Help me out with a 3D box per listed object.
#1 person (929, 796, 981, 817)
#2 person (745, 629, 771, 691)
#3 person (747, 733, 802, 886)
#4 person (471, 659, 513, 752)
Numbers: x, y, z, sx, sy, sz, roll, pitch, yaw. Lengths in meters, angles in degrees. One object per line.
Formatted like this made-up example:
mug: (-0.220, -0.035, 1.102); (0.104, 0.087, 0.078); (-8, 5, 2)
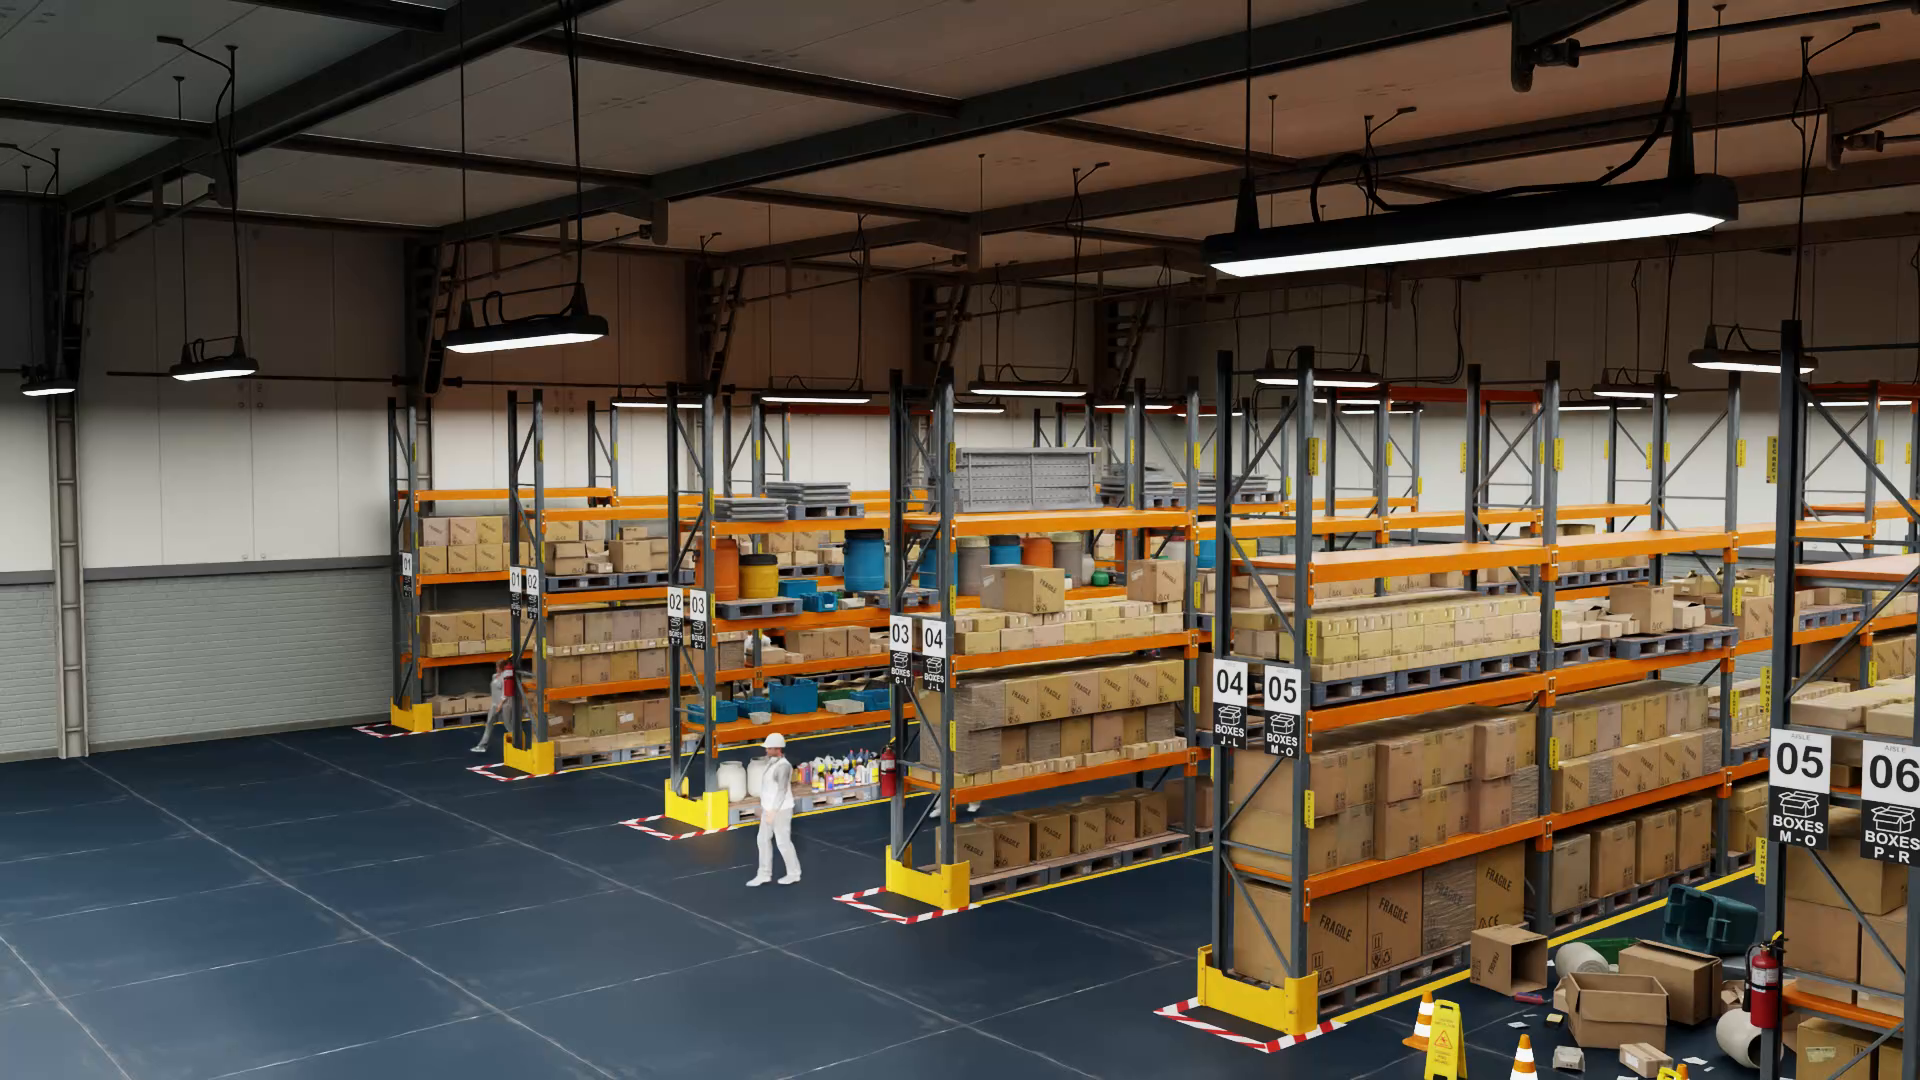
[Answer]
person: (-0.077, 2.980, 22.987); (0.469, 1.631, 0.948); (3, 4, 42)
person: (-3.914, 2.487, 31.682); (0.564, 1.620, 1.063); (2, 4, 34)
person: (-2.174, 3.154, 19.443); (0.632, 1.797, 0.591); (-1, 4, -23)
person: (-7.699, 2.757, 27.678); (0.465, 1.564, 0.828); (2, 4, 31)
